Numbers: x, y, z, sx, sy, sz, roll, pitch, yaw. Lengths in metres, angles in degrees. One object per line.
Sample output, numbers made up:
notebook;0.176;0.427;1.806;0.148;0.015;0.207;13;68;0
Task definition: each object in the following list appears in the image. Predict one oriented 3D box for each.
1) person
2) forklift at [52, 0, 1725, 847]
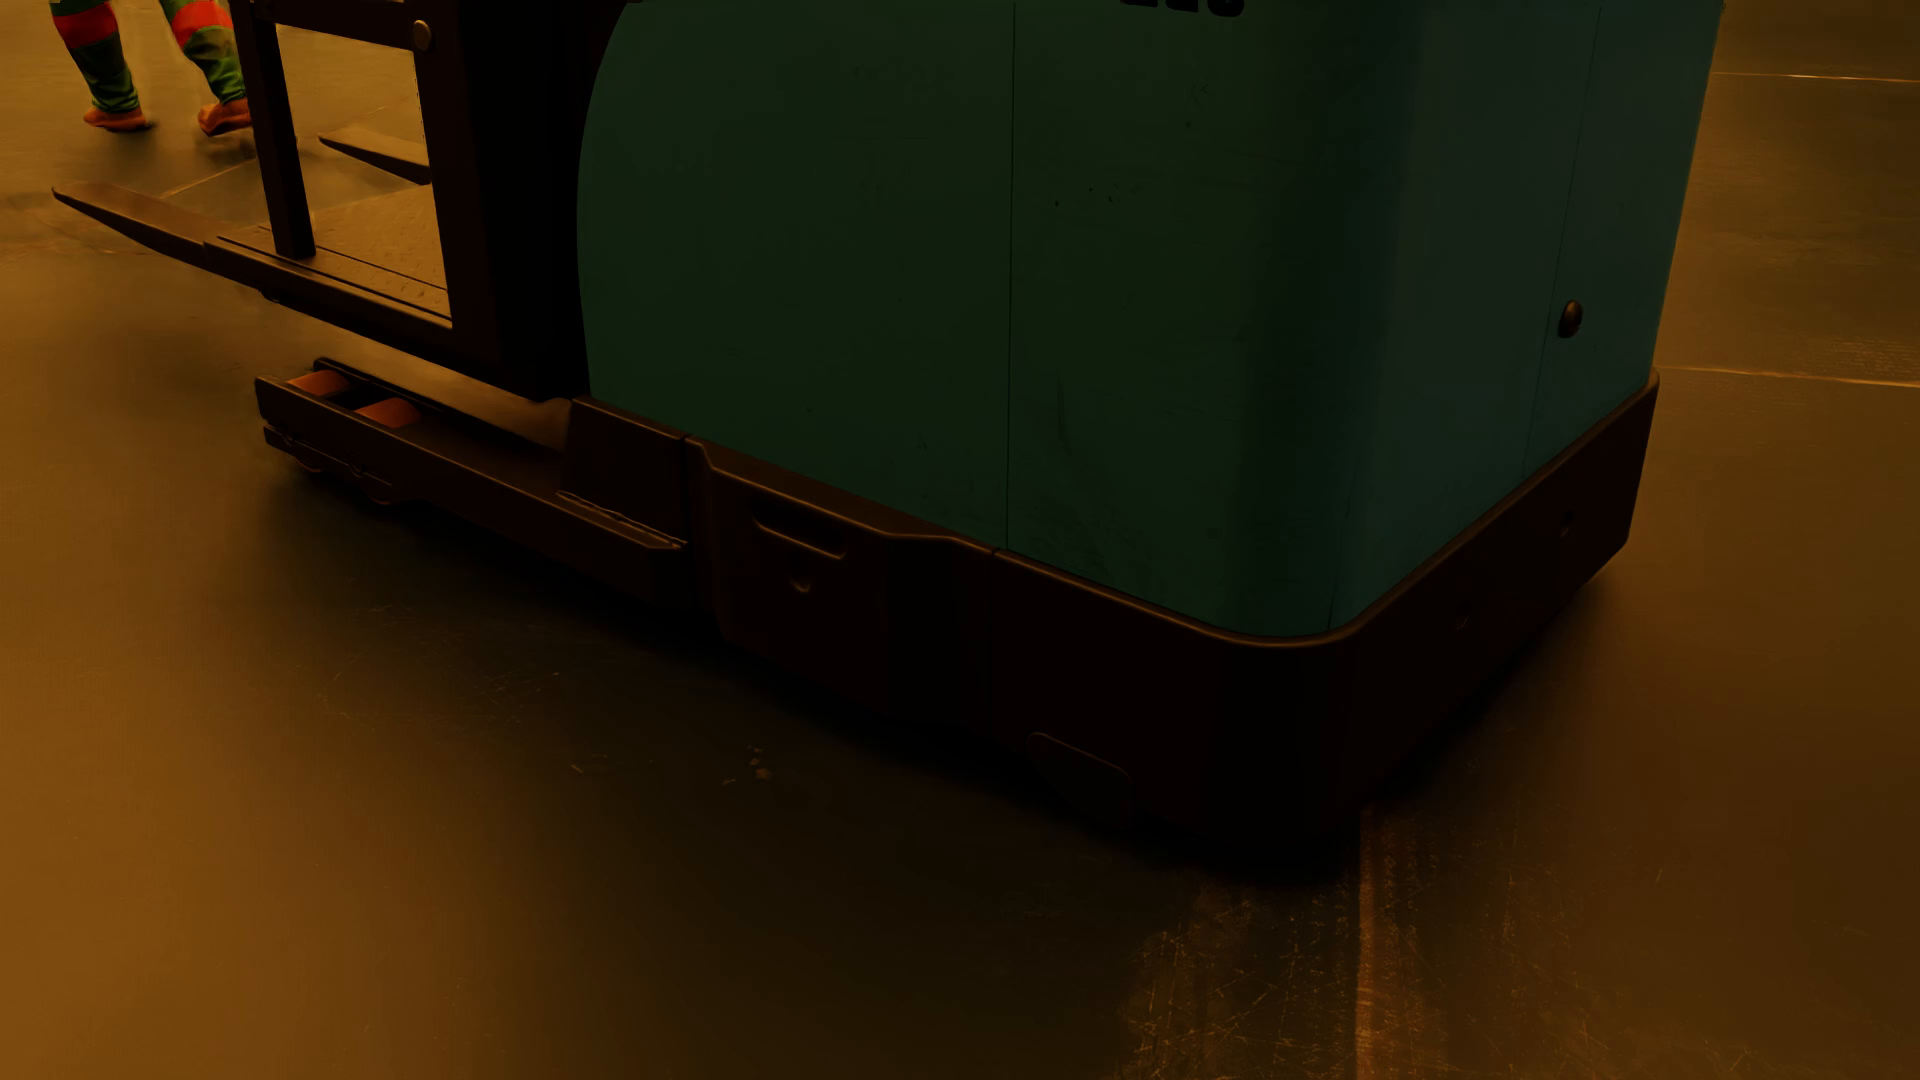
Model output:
person;-2.278;-1.892;4.404;0.932;1.698;0.568;16;31;29
forklift;-0.508;-1.524;2.267;3.031;2.935;1.130;20;33;35
